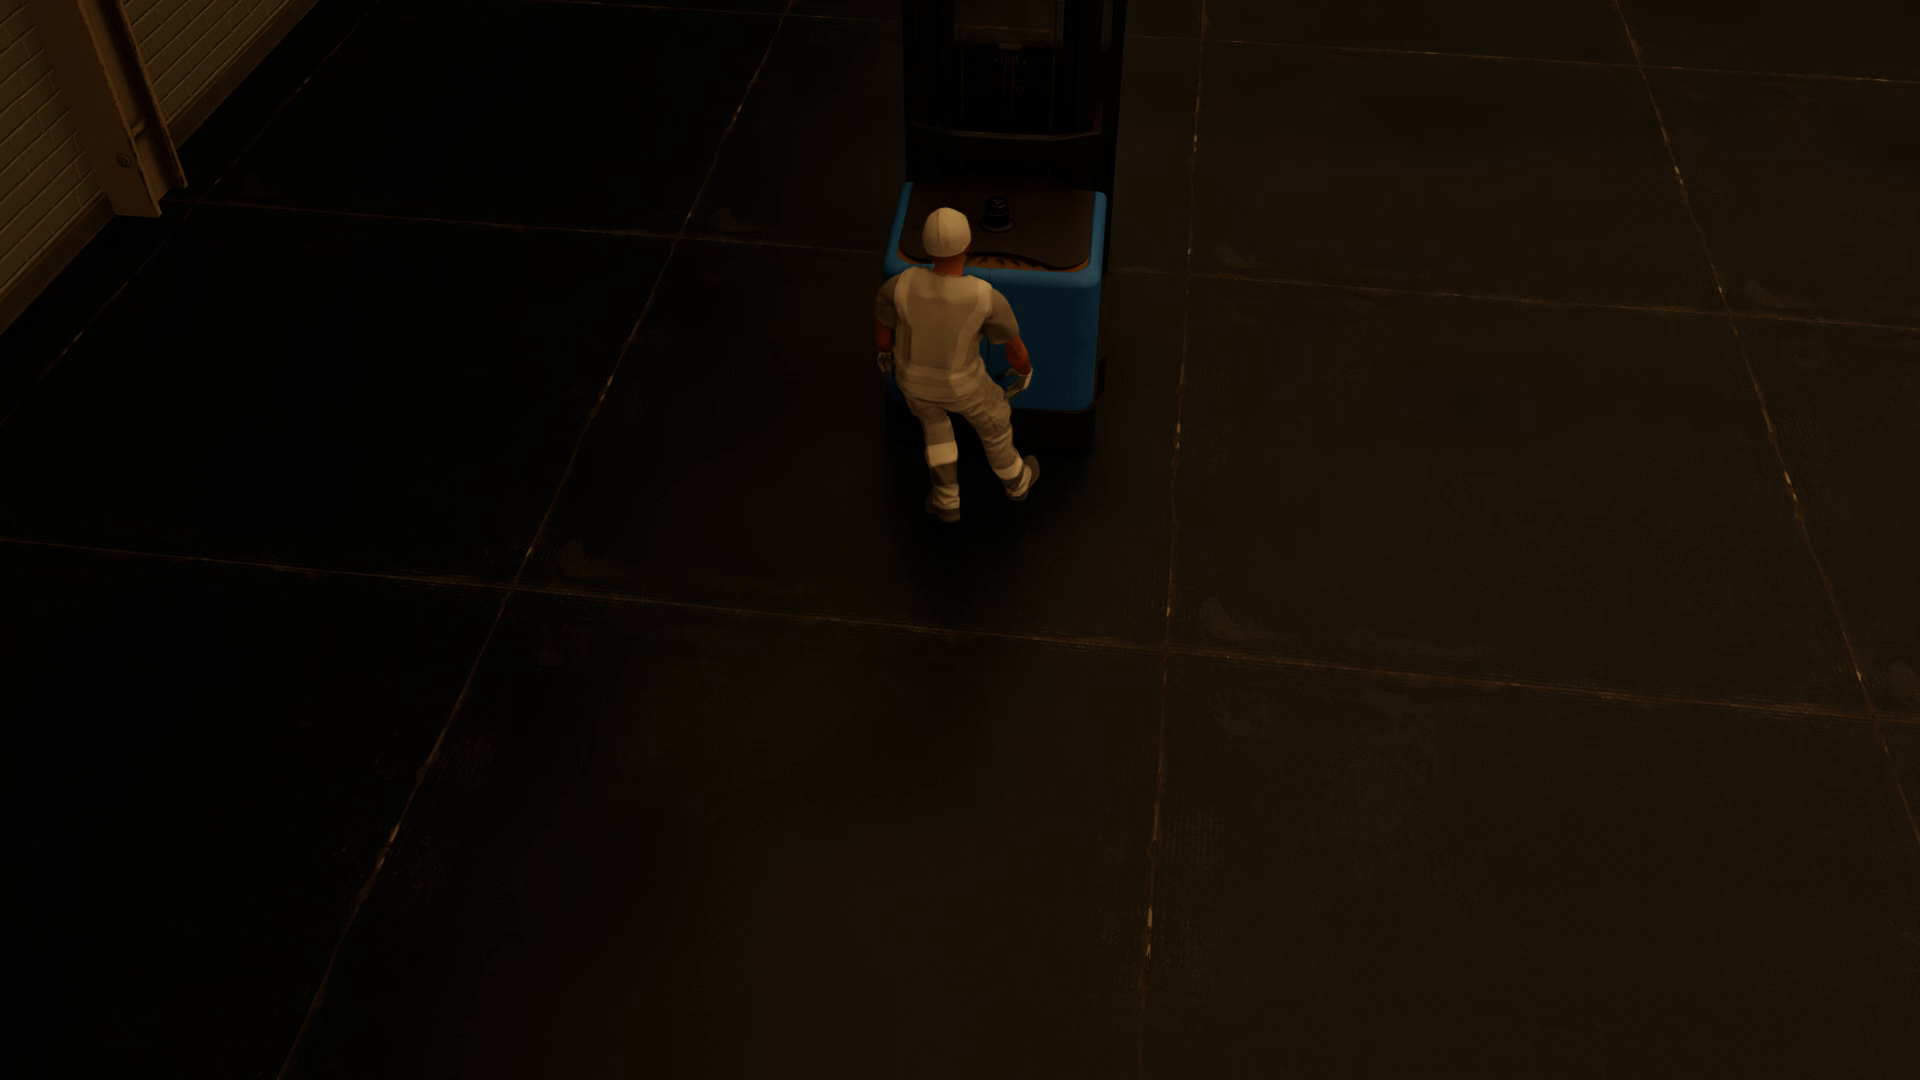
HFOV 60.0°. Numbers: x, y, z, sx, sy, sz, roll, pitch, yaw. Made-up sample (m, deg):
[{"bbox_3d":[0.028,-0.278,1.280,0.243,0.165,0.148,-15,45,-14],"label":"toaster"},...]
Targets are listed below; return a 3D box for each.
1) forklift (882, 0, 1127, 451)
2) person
[{"bbox_3d":[0.288,-2.517,8.464,1.130,2.935,3.031,4,43,4],"label":"forklift"},{"bbox_3d":[-0.011,-0.830,7.530,0.718,1.737,0.696,10,44,11],"label":"person"}]
